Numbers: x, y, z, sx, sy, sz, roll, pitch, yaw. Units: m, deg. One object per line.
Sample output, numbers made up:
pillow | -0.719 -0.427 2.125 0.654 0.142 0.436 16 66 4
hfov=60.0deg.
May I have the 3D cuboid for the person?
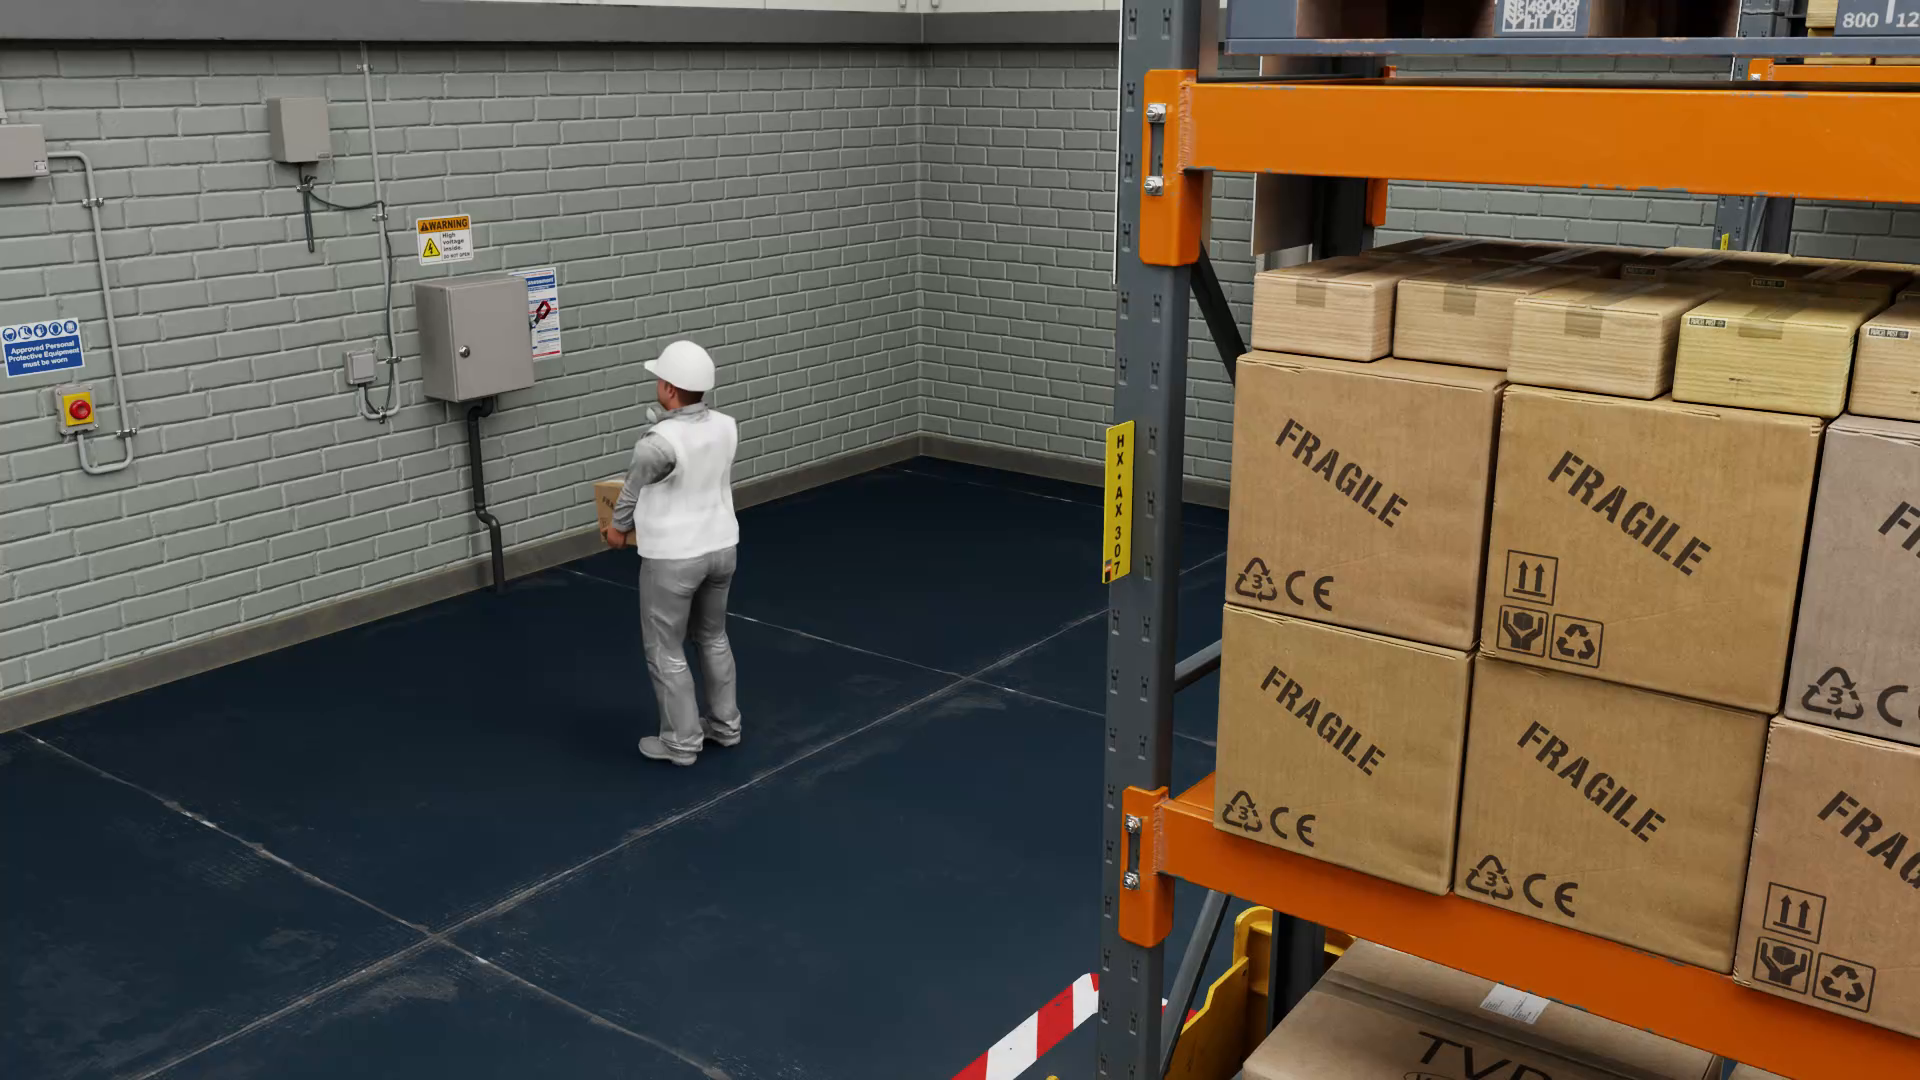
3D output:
person | -1.210 0.036 6.885 0.558 1.762 0.494 12 20 36
